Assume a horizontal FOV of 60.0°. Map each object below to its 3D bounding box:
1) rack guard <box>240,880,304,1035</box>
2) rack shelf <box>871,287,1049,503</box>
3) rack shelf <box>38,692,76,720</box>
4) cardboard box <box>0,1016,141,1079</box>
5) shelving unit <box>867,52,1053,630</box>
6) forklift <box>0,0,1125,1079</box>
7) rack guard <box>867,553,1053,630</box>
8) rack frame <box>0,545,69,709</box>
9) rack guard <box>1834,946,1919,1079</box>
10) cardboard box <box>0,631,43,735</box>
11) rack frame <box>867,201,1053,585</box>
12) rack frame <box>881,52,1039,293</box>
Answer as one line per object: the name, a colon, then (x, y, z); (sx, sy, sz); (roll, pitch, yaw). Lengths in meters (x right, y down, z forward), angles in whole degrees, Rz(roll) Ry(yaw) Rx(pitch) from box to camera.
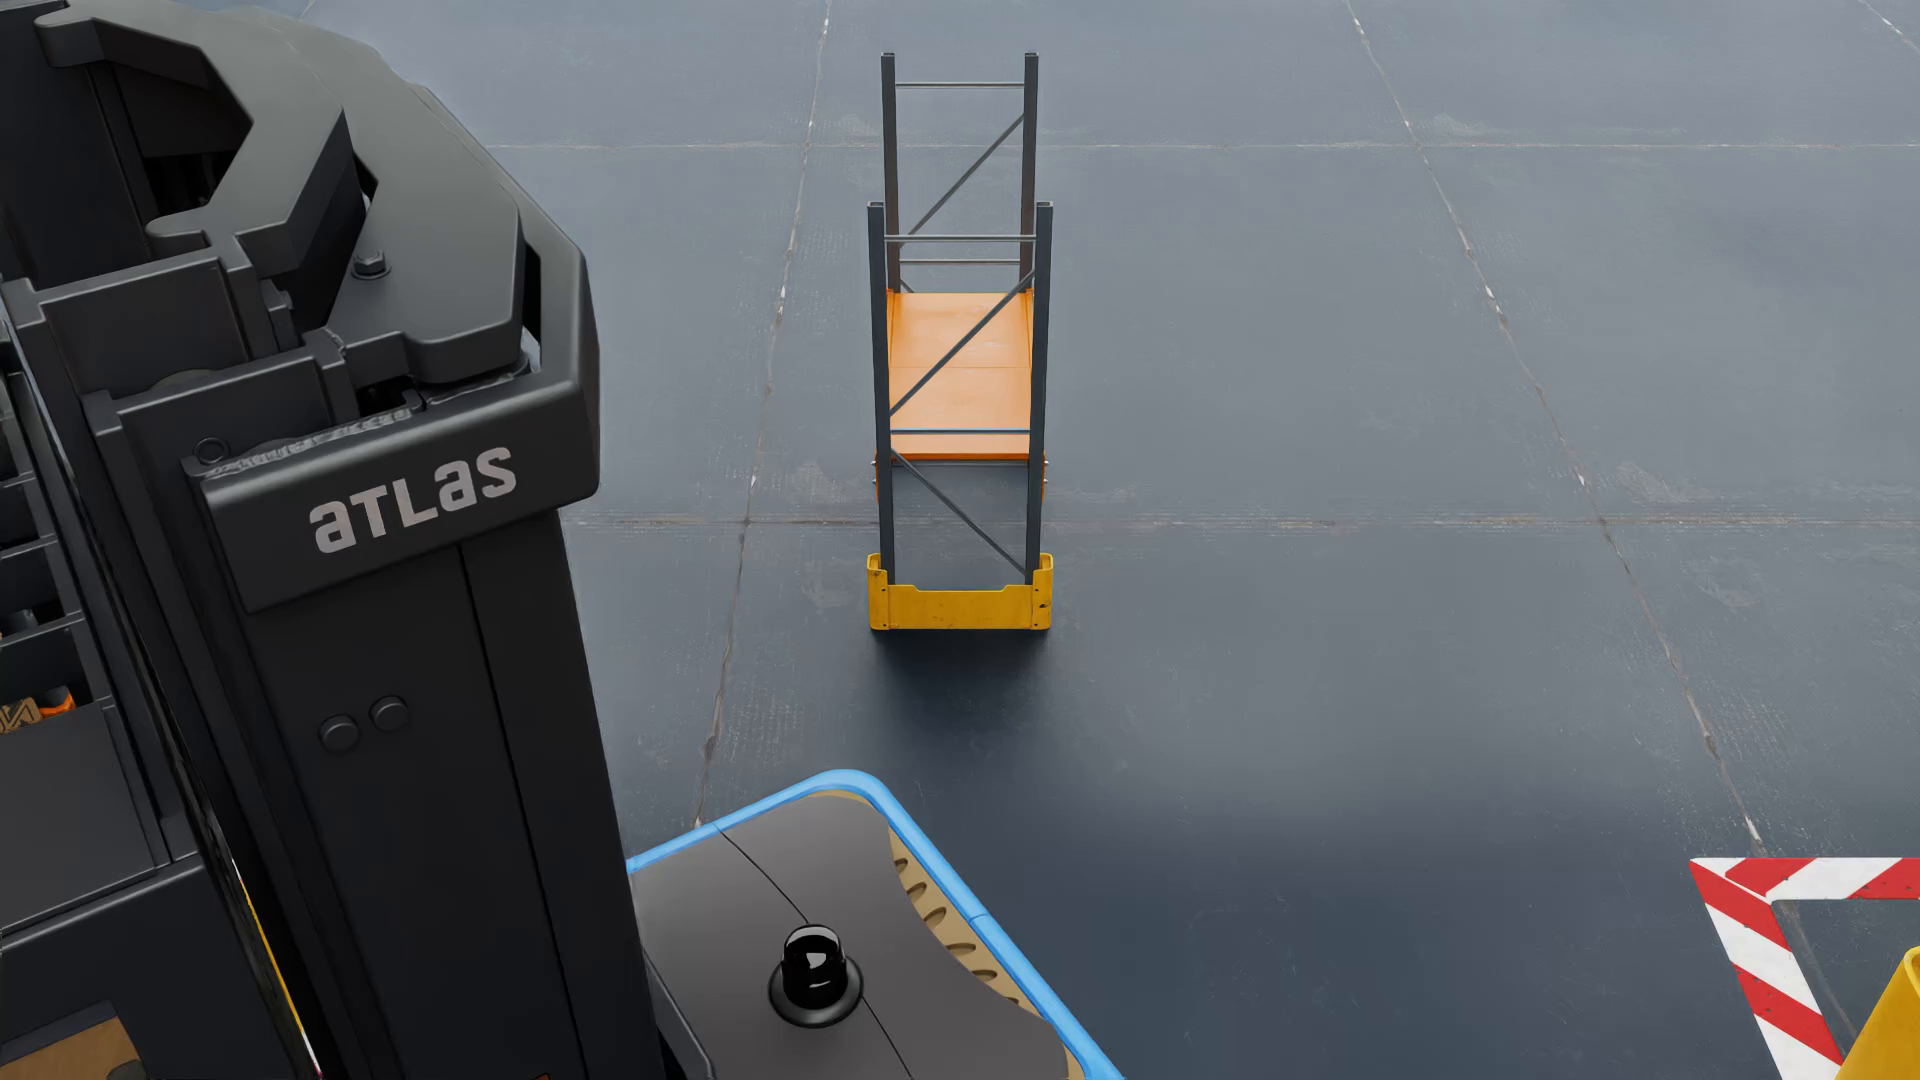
rack guard: (-2.245, 1.107, 3.969); (1.175, 0.500, 0.348); (0, 39, 0)
rack shelf: (0.000, -0.498, 5.460); (0.538, 0.185, 1.000); (0, 39, 0)
rack shelf: (-2.242, 1.678, 1.833); (1.077, 0.370, 4.000); (0, 39, 0)
cardboard box: (-2.178, 1.236, 3.173); (0.875, 0.875, 0.875); (0, 39, 0)
shelving unit: (0.000, -0.633, 5.340); (0.587, 1.500, 1.083); (0, 39, 0)
forklift: (-1.198, 0.898, 2.286); (3.031, 2.935, 1.130); (-22, 44, -25)
rack guard: (0.000, 0.166, 5.343); (0.587, 0.250, 0.087); (0, 39, 0)
rack frame: (-2.245, 0.147, 3.169); (1.000, 3.000, 0.127); (0, 39, 0)
rack guard: (2.715, 1.229, 3.817); (1.175, 0.500, 0.348); (0, 39, 0)
cardboard box: (-2.199, 0.320, 2.832); (0.875, 0.550, 0.550); (0, 39, 0)
rack frame: (0.000, -0.321, 4.951); (0.500, 1.500, 0.032); (0, 39, 0)
rack frame: (-0.001, -0.956, 5.744); (0.500, 1.500, 0.032); (0, 39, 0)
